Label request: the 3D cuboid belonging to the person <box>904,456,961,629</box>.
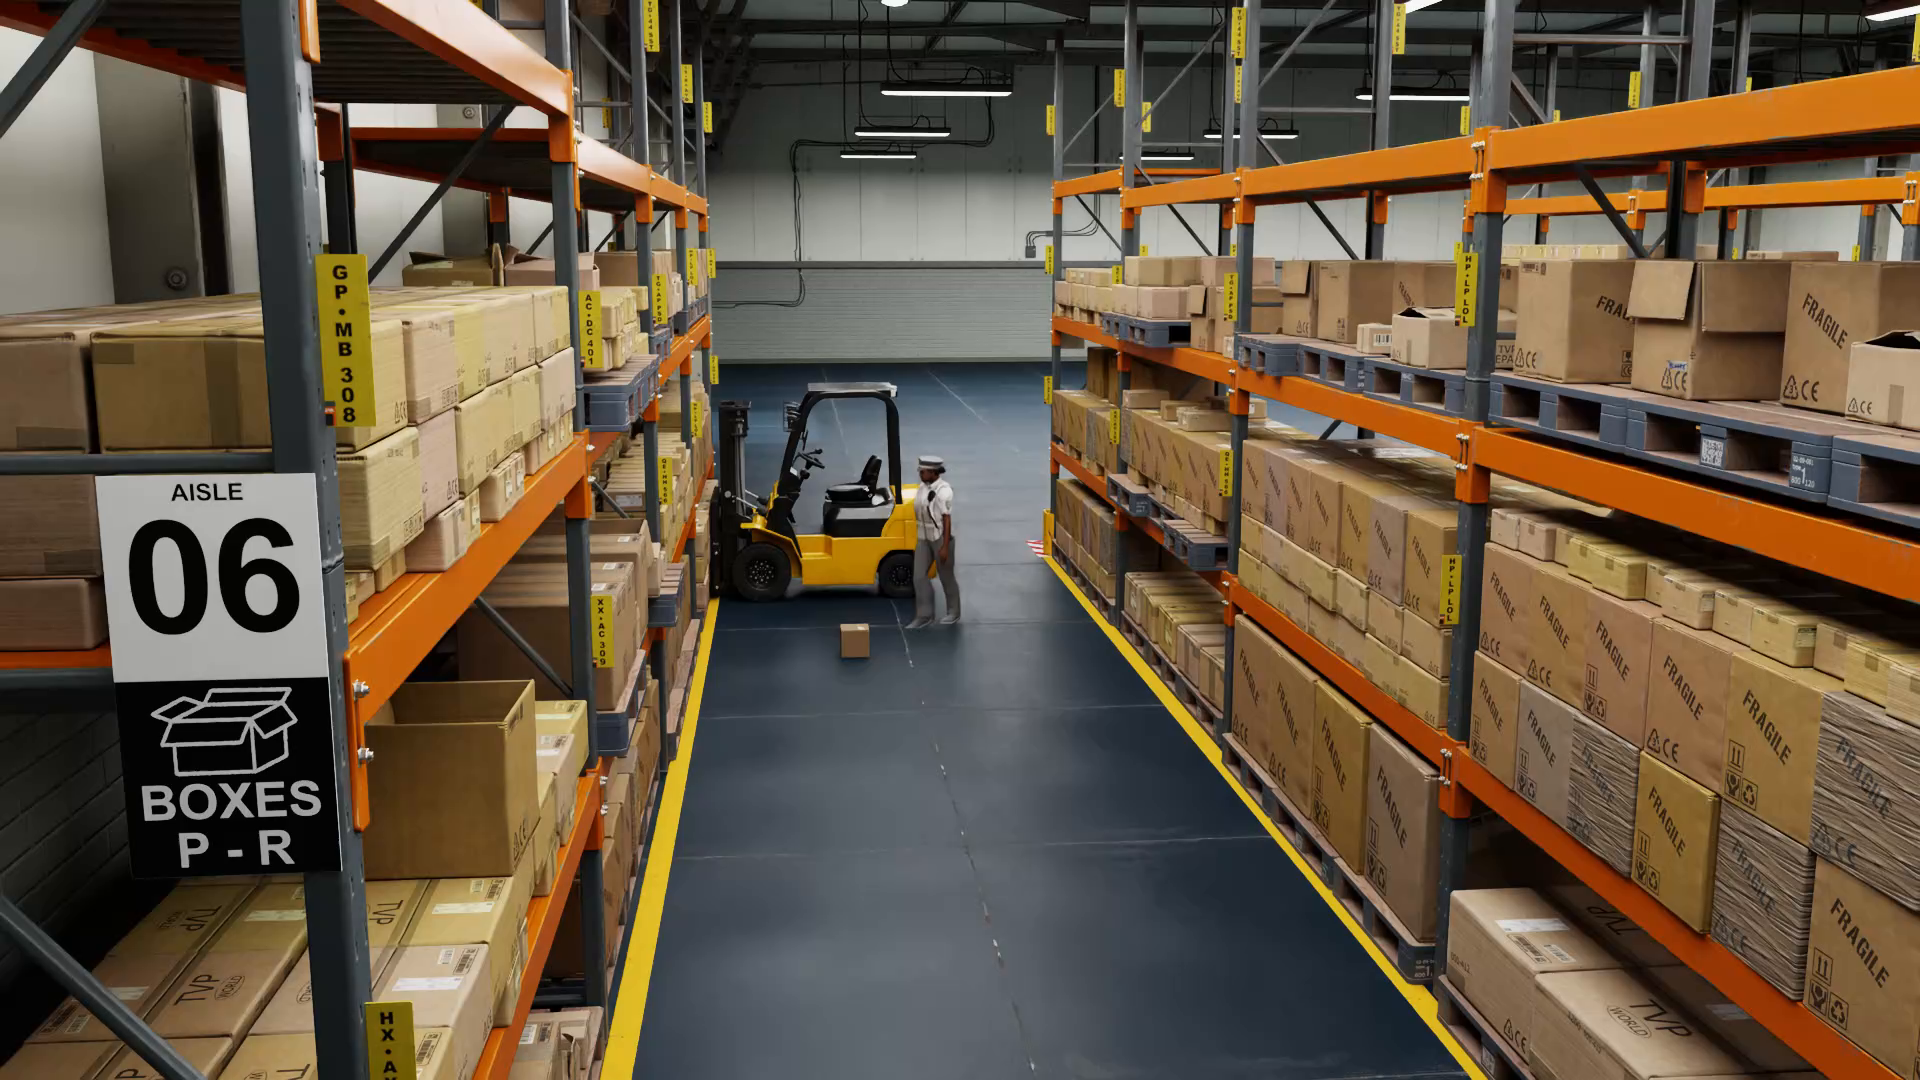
[{"bbox_3d":[-0.207,0.042,15.780,0.477,1.716,0.541,9,14,42],"label":"person"}]
